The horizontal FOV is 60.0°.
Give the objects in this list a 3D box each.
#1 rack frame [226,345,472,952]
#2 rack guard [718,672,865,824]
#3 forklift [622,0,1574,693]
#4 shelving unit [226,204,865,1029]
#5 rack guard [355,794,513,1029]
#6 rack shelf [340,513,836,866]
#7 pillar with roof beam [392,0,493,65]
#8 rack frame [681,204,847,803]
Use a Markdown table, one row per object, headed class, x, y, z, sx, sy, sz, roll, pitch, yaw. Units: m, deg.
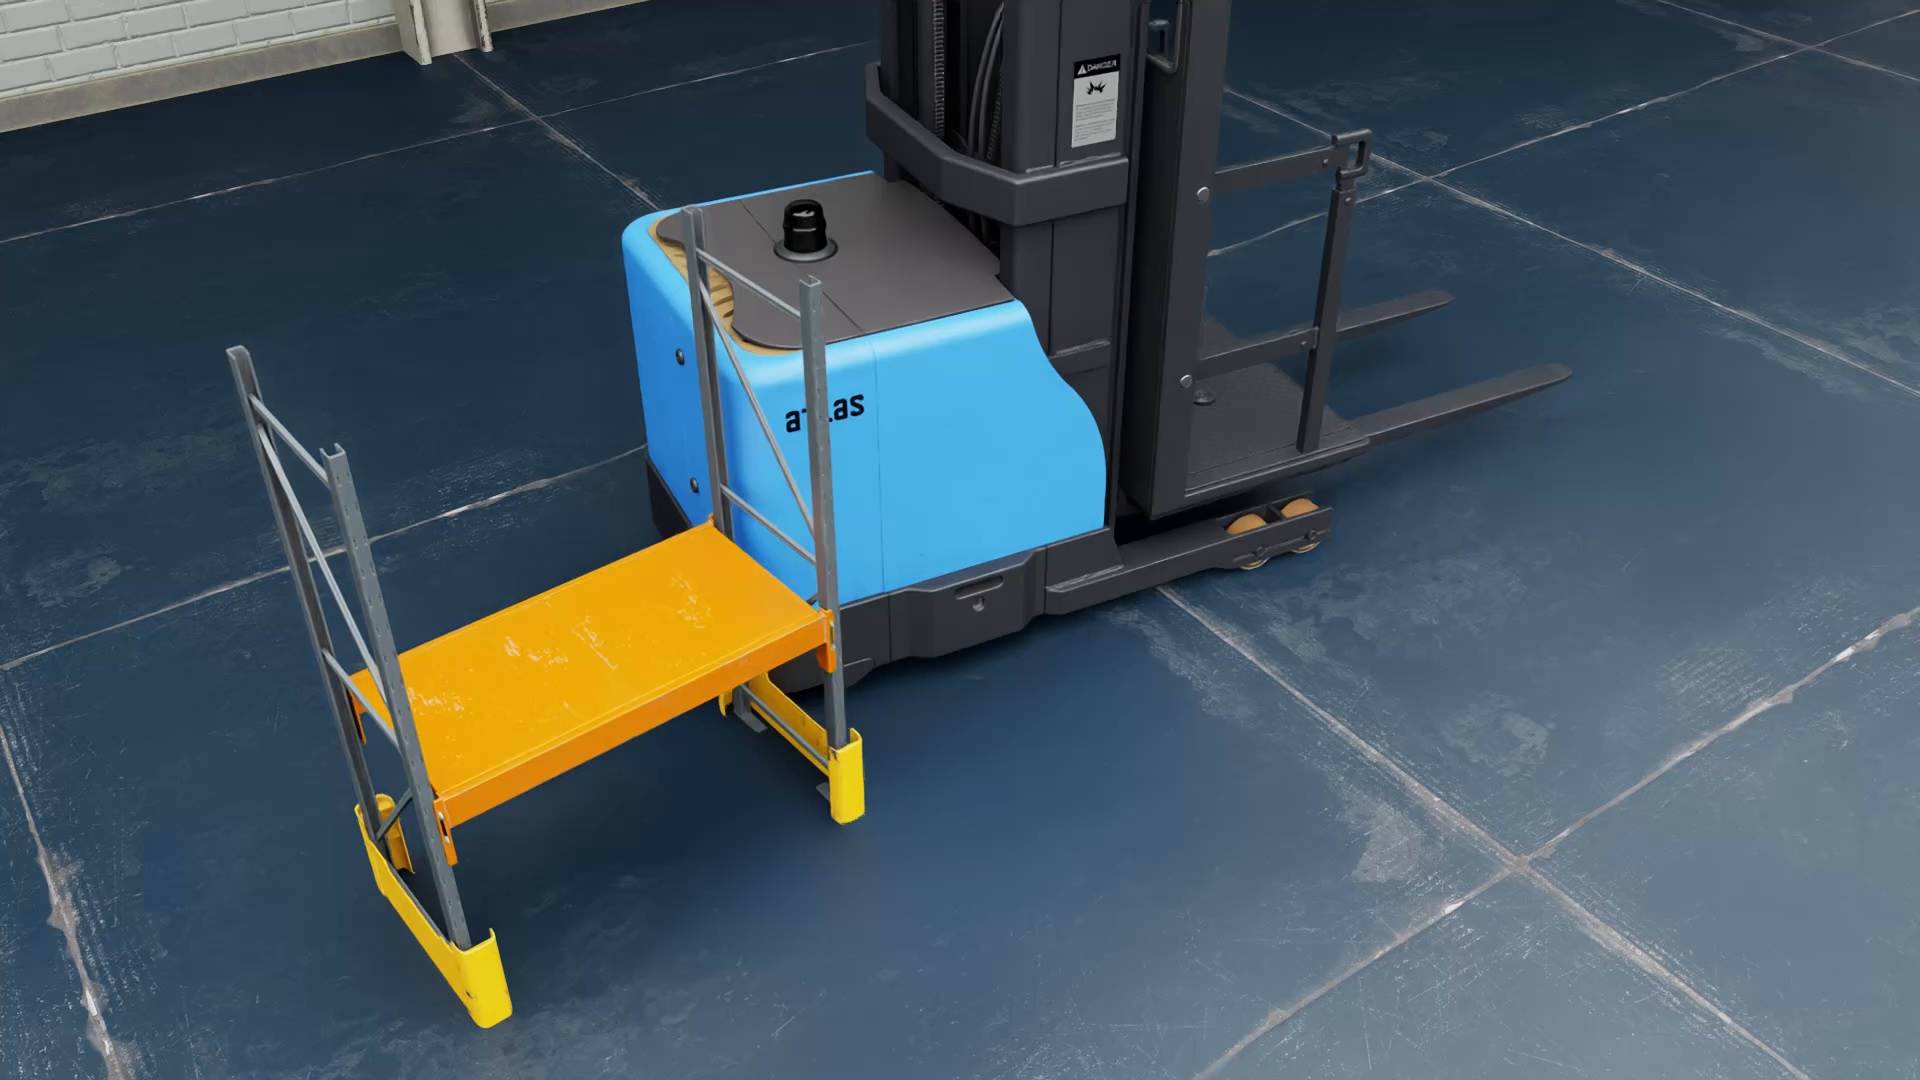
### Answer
| class | x | y | z | sx | sy | sz | roll | pitch | yaw |
| --- | --- | --- | --- | --- | --- | --- | --- | --- | --- |
| rack frame | -1.238 | 0.351 | 3.478 | 0.032 | 1.500 | 0.500 | -26 | 43 | -31 |
| rack guard | -0.455 | 0.481 | 4.367 | 0.087 | 0.250 | 0.587 | -26 | 43 | -31 |
| forklift | 0.588 | -1.359 | 4.629 | 3.031 | 2.935 | 1.130 | -16 | 39 | -21 |
| shelving unit | -0.839 | 0.159 | 3.745 | 1.083 | 1.500 | 0.587 | -26 | 43 | -31 |
| rack guard | -1.223 | 0.851 | 3.853 | 0.087 | 0.250 | 0.587 | -26 | 43 | -31 |
| rack shelf | -0.846 | 0.308 | 3.845 | 1.000 | 0.185 | 0.538 | -26 | 43 | -31 |
| pillar with roof beam | -0.264 | -4.225 | 3.417 | 0.400 | 9.000 | 9.100 | -22 | 41 | -28 |
| rack frame | -0.454 | -0.027 | 4.003 | 0.032 | 1.500 | 0.500 | -26 | 43 | -31 |
